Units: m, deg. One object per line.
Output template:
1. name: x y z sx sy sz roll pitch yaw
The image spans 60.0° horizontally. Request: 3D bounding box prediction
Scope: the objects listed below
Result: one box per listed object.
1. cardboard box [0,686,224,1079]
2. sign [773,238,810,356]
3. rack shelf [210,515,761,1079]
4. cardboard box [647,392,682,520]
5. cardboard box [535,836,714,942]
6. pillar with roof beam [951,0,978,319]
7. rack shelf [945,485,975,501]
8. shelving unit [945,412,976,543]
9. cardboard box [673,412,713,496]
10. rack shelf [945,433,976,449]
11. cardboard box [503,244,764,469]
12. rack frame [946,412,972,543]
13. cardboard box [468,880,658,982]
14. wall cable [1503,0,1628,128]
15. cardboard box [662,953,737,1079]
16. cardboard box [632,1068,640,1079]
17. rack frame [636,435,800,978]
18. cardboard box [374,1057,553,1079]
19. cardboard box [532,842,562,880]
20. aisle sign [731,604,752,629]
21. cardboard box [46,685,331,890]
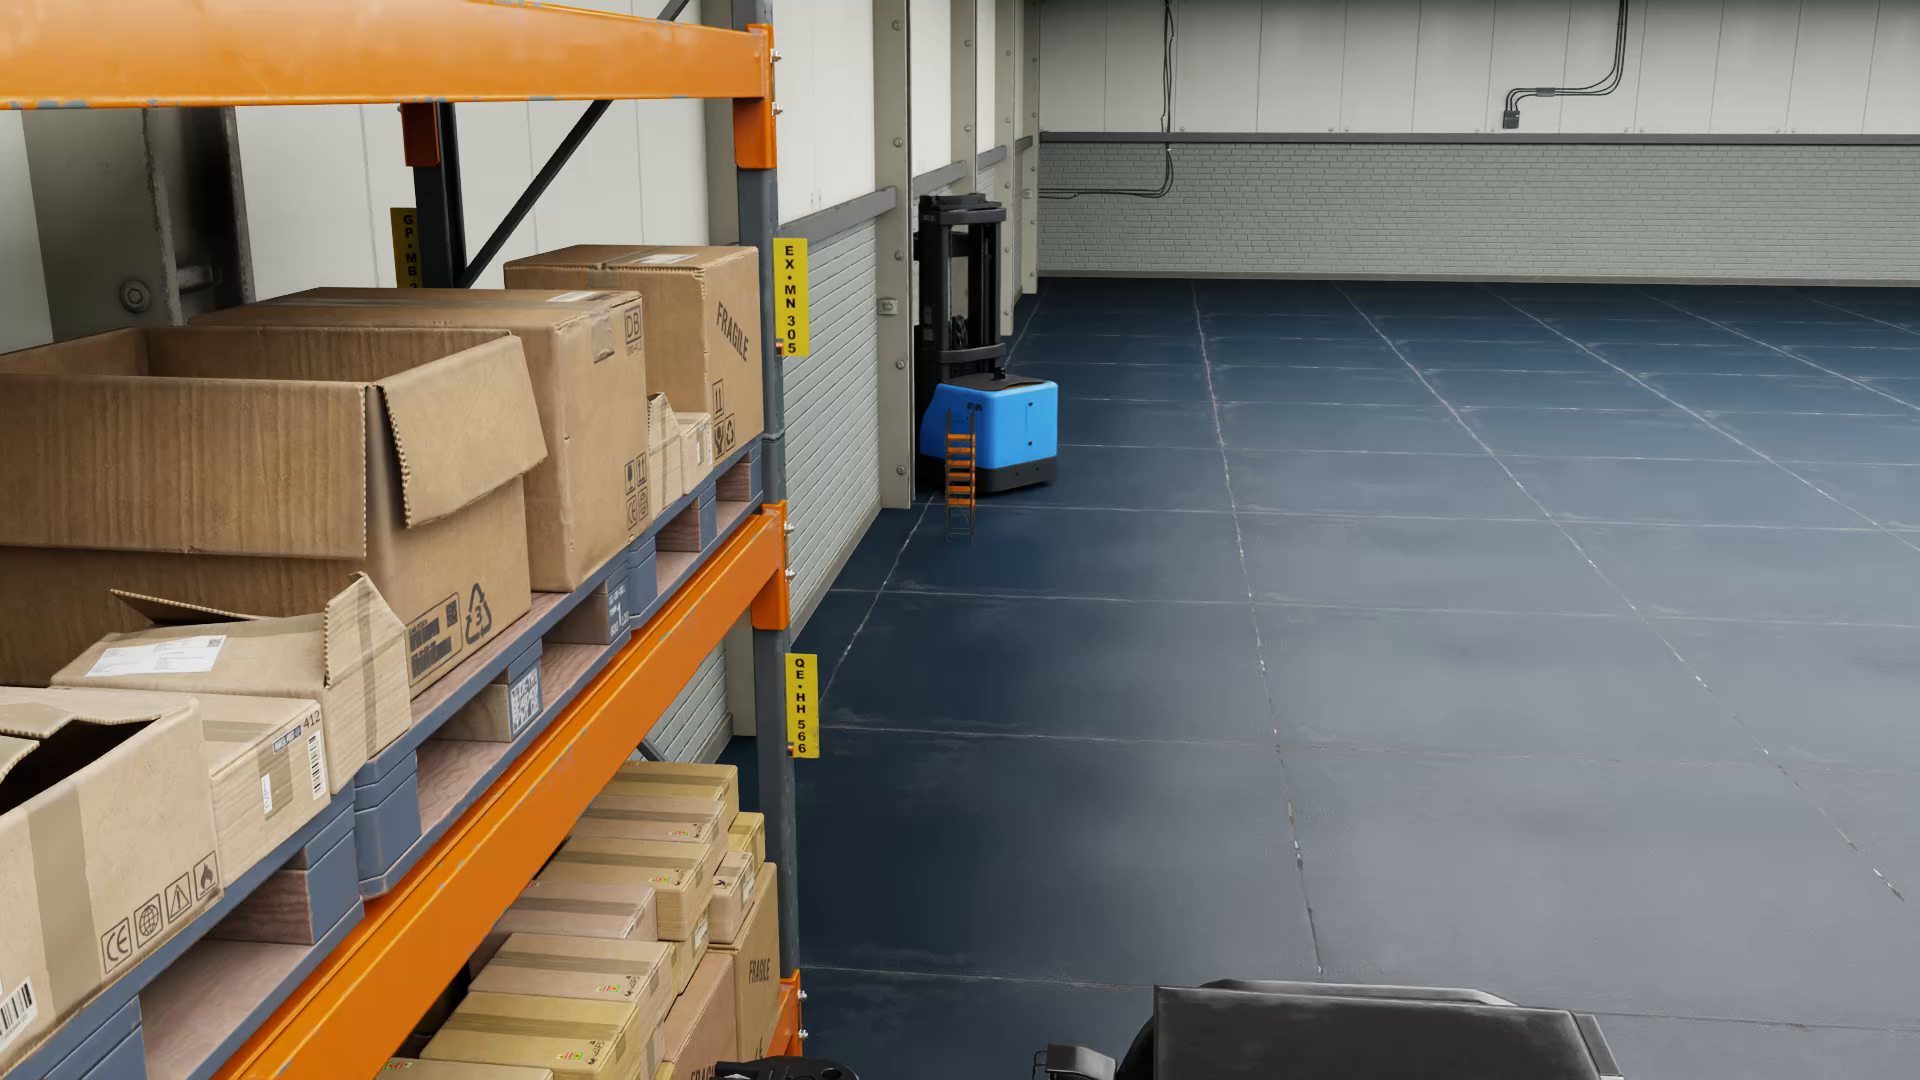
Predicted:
1. cardboard box: -1.123 0.319 1.665 0.500 0.311 0.500 2 15 7
2. sign: -0.470 -0.672 4.609 0.100 0.325 0.005 2 15 6
3. rack shelf: -1.233 0.435 2.927 0.919 0.052 3.809 2 15 6
4. cardboard box: -0.828 -0.199 3.665 0.396 0.266 0.258 2 15 6
5. cardboard box: -0.838 0.873 4.181 0.380 0.149 0.250 2 15 8
6. pillar with roof beam: 4.327 -6.138 20.621 9.100 9.000 0.400 2 15 6
7. rack shelf: 0.002 -0.424 15.062 0.258 0.103 0.180 2 15 6
8. shelving unit: 1.505 2.026 4.223 5.752 1.800 21.905 2 15 6
9. cardboard box: -0.799 -0.208 3.924 0.380 0.149 0.250 1 15 5
10. rack shelf: 0.002 -0.888 14.937 0.258 0.103 0.180 2 15 6
11. cardboard box: -0.815 -0.479 4.255 0.500 0.500 0.500 2 15 8
12. rack frame: -0.009 -0.559 14.932 0.240 1.200 0.006 2 15 6
13. cardboard box: -0.940 0.936 3.951 0.380 0.149 0.250 2 15 7
14. wall cable: 12.481 -11.460 33.789 2.305 6.003 0.169 2 15 6
15. cardboard box: -0.870 1.367 4.168 0.500 0.500 0.500 2 15 8
16. cardboard box: -0.889 1.216 3.484 0.380 0.149 0.250 2 15 7
17. rack frame: -1.008 1.146 5.178 1.000 3.000 0.127 2 15 6
18. cardboard box: -1.006 1.138 3.203 0.380 0.149 0.250 2 15 7
19. cardboard box: -1.268 0.931 4.540 0.380 0.149 0.250 2 15 6
20. aisle sign: -0.708 -0.118 4.870 0.394 0.787 0.004 2 15 6
21. cardboard box: -1.020 0.299 2.049 0.380 0.149 0.250 2 15 8
